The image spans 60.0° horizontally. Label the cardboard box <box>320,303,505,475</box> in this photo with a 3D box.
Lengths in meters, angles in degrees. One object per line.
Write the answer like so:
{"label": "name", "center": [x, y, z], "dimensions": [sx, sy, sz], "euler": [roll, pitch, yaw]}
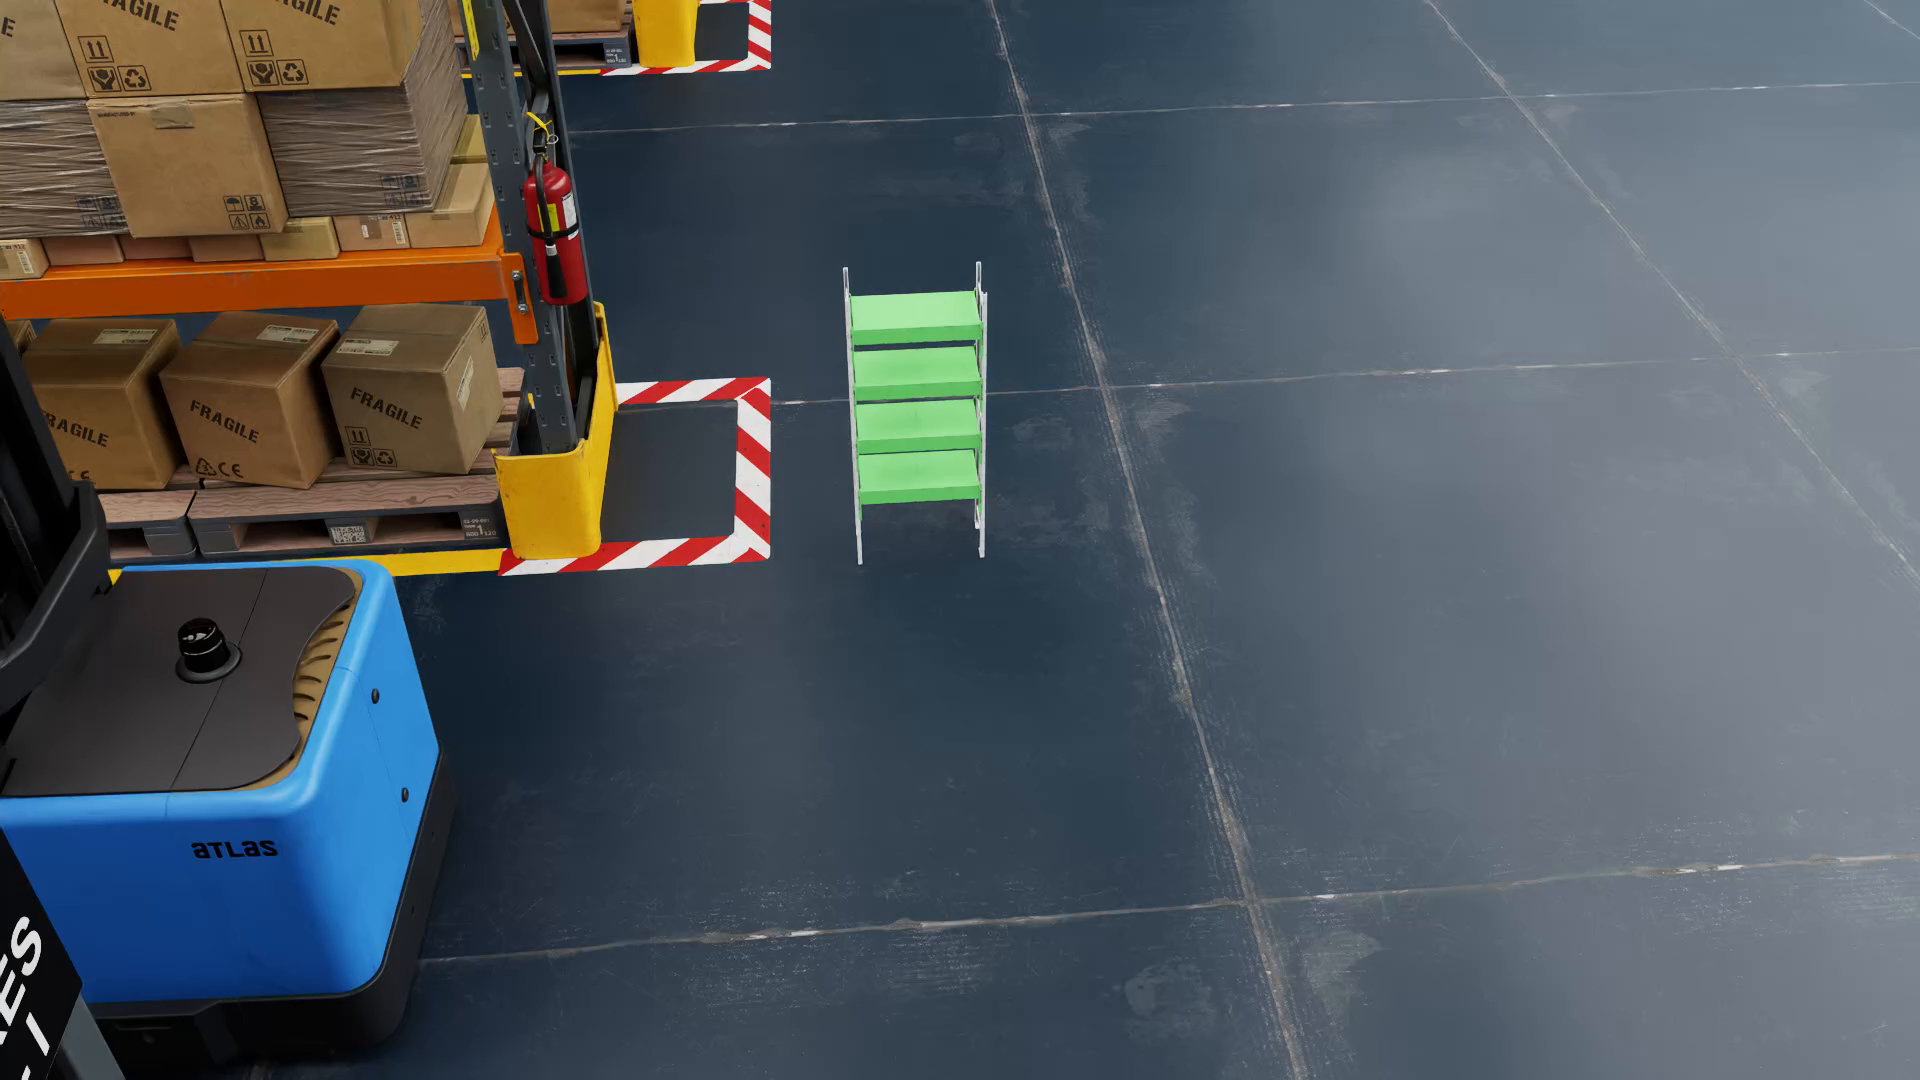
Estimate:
{"label": "cardboard box", "center": [-2.221, -0.626, 6.801], "dimensions": [0.500, 0.500, 0.500], "euler": [4, 38, 4]}

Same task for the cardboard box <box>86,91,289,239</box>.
{"label": "cardboard box", "center": [-2.635, -1.508, 5.919], "dimensions": [0.500, 0.500, 0.875], "euler": [-3, 38, -4]}

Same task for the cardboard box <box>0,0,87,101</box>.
{"label": "cardboard box", "center": [-3.119, -1.776, 5.451], "dimensions": [0.500, 0.500, 0.500], "euler": [-3, 38, -4]}

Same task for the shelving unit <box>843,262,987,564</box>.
{"label": "shelving unit", "center": [-0.165, -0.462, 6.367], "dimensions": [0.503, 1.200, 0.258], "euler": [-3, 38, -4]}

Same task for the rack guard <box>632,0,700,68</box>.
{"label": "rack guard", "center": [-1.912, -3.553, 10.849], "dimensions": [0.348, 0.500, 1.175], "euler": [-3, 38, -4]}

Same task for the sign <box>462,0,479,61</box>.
{"label": "sign", "center": [-1.568, -1.702, 5.295], "dimensions": [0.005, 0.325, 0.100], "euler": [-3, 38, -4]}

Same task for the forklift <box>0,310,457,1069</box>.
{"label": "forklift", "center": [-3.165, 0.085, 4.276], "dimensions": [3.031, 2.935, 1.130], "euler": [-2, 38, -2]}

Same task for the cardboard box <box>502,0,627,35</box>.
{"label": "cardboard box", "center": [-2.606, -3.785, 10.502], "dimensions": [0.875, 0.875, 0.875], "euler": [-3, 38, -4]}

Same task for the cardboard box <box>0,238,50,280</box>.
{"label": "cardboard box", "center": [-3.348, -1.078, 5.897], "dimensions": [0.250, 0.149, 0.380], "euler": [-3, 38, -4]}

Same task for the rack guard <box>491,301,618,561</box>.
{"label": "rack guard", "center": [-1.673, -0.481, 6.956], "dimensions": [0.348, 0.500, 1.175], "euler": [-3, 38, -4]}

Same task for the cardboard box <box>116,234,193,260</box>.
{"label": "cardboard box", "center": [-2.860, -1.174, 6.019], "dimensions": [0.250, 0.149, 0.380], "euler": [-3, 38, -4]}

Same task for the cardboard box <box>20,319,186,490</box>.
{"label": "cardboard box", "center": [-3.439, -0.550, 6.704], "dimensions": [0.500, 0.500, 0.500], "euler": [0, 38, 0]}

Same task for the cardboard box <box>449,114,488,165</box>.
{"label": "cardboard box", "center": [-1.903, -1.500, 6.432], "dimensions": [0.250, 0.149, 0.380], "euler": [-3, 38, -4]}

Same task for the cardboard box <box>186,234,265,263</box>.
{"label": "cardboard box", "center": [-2.607, -1.162, 6.004], "dimensions": [0.250, 0.149, 0.380], "euler": [-3, 38, -4]}

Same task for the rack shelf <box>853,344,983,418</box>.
{"label": "rack shelf", "center": [-0.165, -0.600, 6.258], "dimensions": [0.480, 0.148, 0.258], "euler": [-3, 38, -4]}

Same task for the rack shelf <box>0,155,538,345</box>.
{"label": "rack shelf", "center": [-3.590, -1.075, 6.271], "dimensions": [4.000, 0.370, 1.077], "euler": [-3, 38, -4]}

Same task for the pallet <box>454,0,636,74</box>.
{"label": "pallet", "center": [-2.726, -3.346, 10.820], "dimensions": [1.213, 0.211, 1.003], "euler": [-3, 38, -4]}

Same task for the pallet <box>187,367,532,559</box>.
{"label": "pallet", "center": [-2.486, -0.345, 7.017], "dimensions": [1.213, 0.211, 1.003], "euler": [-3, 38, -4]}

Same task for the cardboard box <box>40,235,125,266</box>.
{"label": "cardboard box", "center": [-3.107, -1.146, 5.984], "dimensions": [0.250, 0.149, 0.380], "euler": [-3, 38, -4]}

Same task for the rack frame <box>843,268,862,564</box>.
{"label": "rack frame", "center": [-0.408, -0.449, 6.350], "dimensions": [0.015, 1.200, 0.240], "euler": [-3, 38, -4]}

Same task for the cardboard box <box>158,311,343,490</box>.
{"label": "cardboard box", "center": [-2.814, -0.572, 6.733], "dimensions": [0.500, 0.500, 0.500], "euler": [6, 39, 8]}

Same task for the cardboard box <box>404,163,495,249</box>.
{"label": "cardboard box", "center": [-1.863, -1.225, 6.084], "dimensions": [0.250, 0.149, 0.380], "euler": [-3, 38, -4]}

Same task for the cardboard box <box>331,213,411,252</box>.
{"label": "cardboard box", "center": [-2.112, -1.212, 6.067], "dimensions": [0.250, 0.149, 0.380], "euler": [-3, 38, -4]}

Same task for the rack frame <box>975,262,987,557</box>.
{"label": "rack frame", "center": [0.078, -0.475, 6.384], "dimensions": [0.015, 1.200, 0.240], "euler": [-3, 38, -4]}

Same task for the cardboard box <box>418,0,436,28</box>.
{"label": "cardboard box", "center": [-2.170, -2.153, 5.929], "dimensions": [0.500, 0.500, 0.500], "euler": [-3, 38, -4]}

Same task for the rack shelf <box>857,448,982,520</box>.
{"label": "rack shelf", "center": [-0.165, -0.223, 6.555], "dimensions": [0.480, 0.148, 0.258], "euler": [-3, 38, -4]}

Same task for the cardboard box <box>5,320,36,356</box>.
{"label": "cardboard box", "center": [-3.999, -0.547, 6.700], "dimensions": [0.500, 0.500, 0.500], "euler": [-6, 39, -8]}

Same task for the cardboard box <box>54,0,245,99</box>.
{"label": "cardboard box", "center": [-2.621, -1.802, 5.484], "dimensions": [0.500, 0.500, 0.500], "euler": [-3, 38, -4]}

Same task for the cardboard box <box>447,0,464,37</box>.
{"label": "cardboard box", "center": [-3.482, -3.736, 10.439], "dimensions": [0.875, 0.875, 0.875], "euler": [-4, 38, -5]}

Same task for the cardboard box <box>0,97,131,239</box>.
{"label": "cardboard box", "center": [-3.137, -1.507, 5.918], "dimensions": [0.500, 0.500, 0.875], "euler": [-3, 38, -4]}

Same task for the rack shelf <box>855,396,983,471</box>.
{"label": "rack shelf", "center": [-0.165, -0.412, 6.406], "dimensions": [0.480, 0.148, 0.258], "euler": [-3, 38, -4]}

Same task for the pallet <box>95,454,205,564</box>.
{"label": "pallet", "center": [-3.698, -0.280, 6.935], "dimensions": [1.213, 0.211, 1.003], "euler": [-3, 38, -4]}

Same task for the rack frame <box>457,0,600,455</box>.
{"label": "rack frame", "center": [-1.598, -1.467, 6.187], "dimensions": [0.127, 3.000, 1.000], "euler": [-3, 38, -4]}

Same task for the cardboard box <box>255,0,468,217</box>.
{"label": "cardboard box", "center": [-2.148, -1.609, 6.047], "dimensions": [0.500, 0.500, 0.875], "euler": [-3, 38, -4]}

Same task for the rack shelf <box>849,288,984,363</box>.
{"label": "rack shelf", "center": [-0.165, -0.789, 6.109], "dimensions": [0.480, 0.148, 0.258], "euler": [-3, 38, -4]}

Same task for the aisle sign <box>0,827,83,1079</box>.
{"label": "aisle sign", "center": [-1.113, 0.384, 1.743], "dimensions": [0.004, 0.787, 0.394], "euler": [-3, 38, -4]}

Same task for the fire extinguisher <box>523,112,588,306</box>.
{"label": "fire extinguisher", "center": [-1.443, -1.158, 5.859], "dimensions": [0.183, 0.674, 0.296], "euler": [-3, 38, -4]}

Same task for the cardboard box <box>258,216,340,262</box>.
{"label": "cardboard box", "center": [-2.357, -1.166, 6.009], "dimensions": [0.250, 0.149, 0.380], "euler": [-3, 38, -4]}

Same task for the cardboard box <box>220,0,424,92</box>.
{"label": "cardboard box", "center": [-2.124, -1.833, 5.523], "dimensions": [0.500, 0.500, 0.500], "euler": [-3, 38, -4]}
